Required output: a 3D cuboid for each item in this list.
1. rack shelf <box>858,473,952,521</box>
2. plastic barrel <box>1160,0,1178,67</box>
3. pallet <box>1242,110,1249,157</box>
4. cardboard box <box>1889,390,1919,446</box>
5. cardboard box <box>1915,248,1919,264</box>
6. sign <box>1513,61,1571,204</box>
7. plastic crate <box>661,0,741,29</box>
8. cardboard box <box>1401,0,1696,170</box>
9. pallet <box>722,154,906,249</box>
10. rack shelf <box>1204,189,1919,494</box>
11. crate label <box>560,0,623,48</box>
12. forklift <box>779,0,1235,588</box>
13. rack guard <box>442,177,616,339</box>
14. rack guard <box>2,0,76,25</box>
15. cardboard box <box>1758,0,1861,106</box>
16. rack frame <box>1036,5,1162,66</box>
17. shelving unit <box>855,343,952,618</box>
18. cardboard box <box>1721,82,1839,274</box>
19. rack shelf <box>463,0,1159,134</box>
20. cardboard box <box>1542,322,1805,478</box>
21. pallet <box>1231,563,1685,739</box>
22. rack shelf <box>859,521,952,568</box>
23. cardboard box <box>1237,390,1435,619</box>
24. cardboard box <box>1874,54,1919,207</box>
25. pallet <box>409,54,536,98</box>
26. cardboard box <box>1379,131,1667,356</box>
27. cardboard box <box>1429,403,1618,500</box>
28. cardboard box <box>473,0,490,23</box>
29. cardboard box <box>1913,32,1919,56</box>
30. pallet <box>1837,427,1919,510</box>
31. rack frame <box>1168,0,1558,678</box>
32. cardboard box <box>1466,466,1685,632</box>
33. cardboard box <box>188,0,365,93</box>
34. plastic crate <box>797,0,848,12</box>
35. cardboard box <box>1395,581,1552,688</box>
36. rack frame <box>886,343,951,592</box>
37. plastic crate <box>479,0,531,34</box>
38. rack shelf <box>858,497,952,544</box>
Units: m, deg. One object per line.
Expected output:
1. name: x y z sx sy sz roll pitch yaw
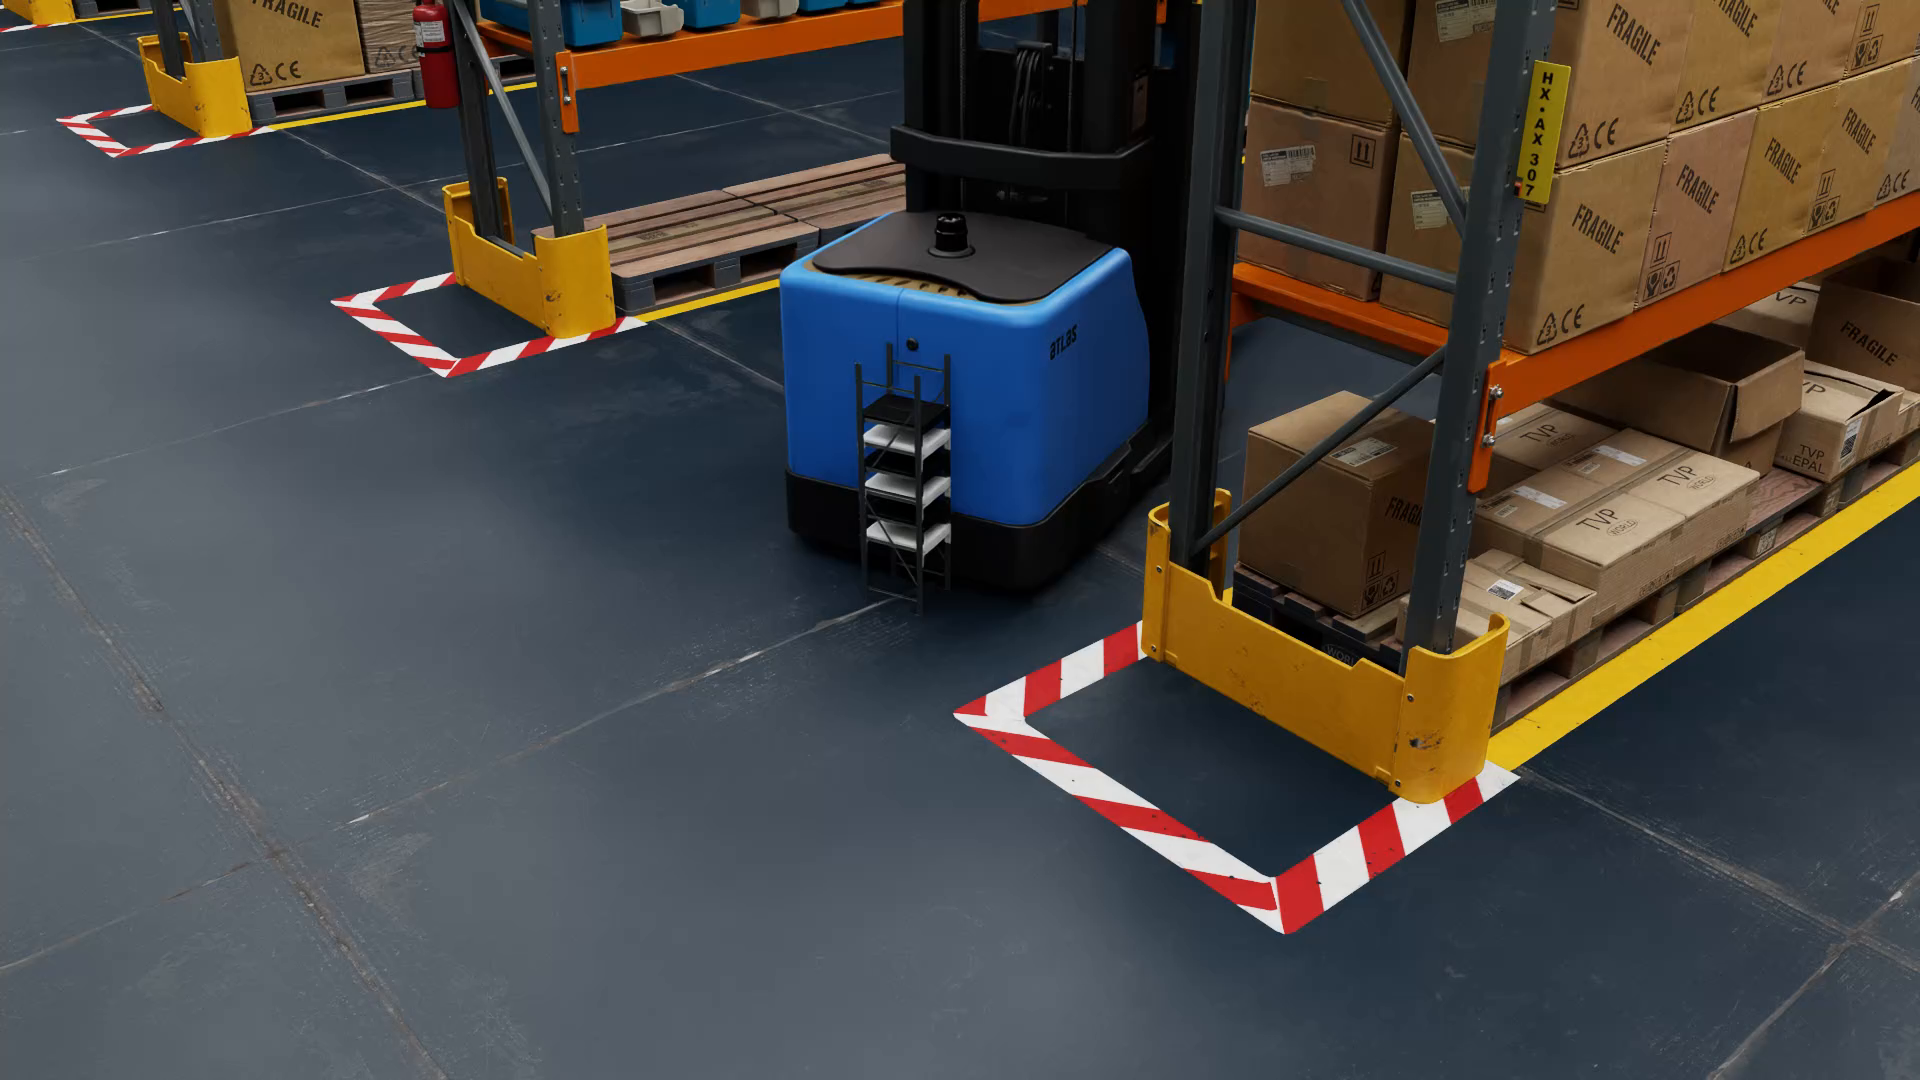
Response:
1. rack shelf: -0.187 -0.167 5.678 0.258 0.077 0.200 14 31 24
2. plastic barrel: 1.287 -3.204 10.844 0.708 0.901 0.600 -22 35 -35
3. pallet: 1.476 -2.775 11.220 1.213 0.211 1.003 -22 35 -35
4. cardboard box: 3.578 -0.531 6.620 0.250 0.149 0.380 -22 35 -35
5. cardboard box: 4.600 -1.159 7.422 0.500 0.500 0.500 -24 36 -37
6. sign: 1.383 -0.971 3.965 0.005 0.325 0.100 -22 35 -35
7. plastic crate: -1.279 -2.672 8.181 0.300 0.233 0.416 -22 35 -35
8. cardboard box: 1.540 -1.310 4.351 0.500 0.500 0.500 -21 34 -33
9. pallet: -0.601 -1.940 9.657 1.213 0.211 1.003 -22 35 -35
10. rack shelf: 2.553 -1.078 5.848 4.000 0.370 1.077 -22 35 -35
11. crate label: -1.779 -2.471 7.805 0.303 0.233 0.416 -22 35 -35
12. forklift: 0.487 -1.789 6.489 1.130 2.935 3.031 14 31 24
13. rack guard: -2.191 -1.446 8.426 0.348 0.500 1.175 -22 35 -35
14. rack guard: -8.480 -5.067 15.200 0.348 0.500 1.175 -22 35 -35
15. cardboard box: 2.316 -1.624 4.939 0.500 0.500 0.500 -21 35 -34
16. rack frame: 0.862 -3.784 10.149 0.127 3.000 1.000 -22 35 -35
17. shelving unit: -0.187 -0.196 5.663 0.258 0.900 0.210 14 31 24
18. cardboard box: 2.313 -1.181 5.171 0.500 0.500 0.500 -22 35 -35
19. rack shelf: -0.659 -2.855 9.173 4.000 0.370 1.077 -22 35 -35
20. cardboard box: 2.648 -0.523 6.229 0.637 0.503 0.797 -22 35 -35
21. pallet: 1.695 0.179 5.691 1.213 0.211 1.003 -22 35 -35
22. rack shelf: -0.187 -0.008 5.763 0.258 0.077 0.200 14 31 24
23. cardboard box: 1.285 -0.130 5.495 0.500 0.500 0.500 -22 35 -35
24. cardboard box: 3.080 -1.490 5.750 0.500 0.500 0.500 -21 35 -34
25. pallet: -3.911 -3.751 13.044 1.213 0.211 1.003 -22 35 -35
26. cardboard box: 1.540 -0.869 4.587 0.500 0.500 0.500 -21 35 -34
27. cardboard box: 2.027 -0.299 6.078 0.500 0.250 0.500 -22 35 -35
28. cardboard box: -3.591 -4.360 13.034 0.875 0.875 0.875 -22 35 -35
29. cardboard box: 3.086 -1.933 5.517 0.500 0.500 0.500 -22 35 -35
30. pallet: 3.551 -0.567 7.088 1.213 0.211 1.003 -22 35 -35
31. rack frame: 1.031 -0.783 4.533 0.127 3.000 1.000 -22 35 -35
32. cardboard box: 2.009 0.018 5.485 0.500 0.250 0.500 -22 35 -35
33. cardboard box: -4.961 -3.809 12.004 0.875 0.875 0.875 -22 35 -35
34. plastic crate: -0.778 -2.873 8.558 0.300 0.233 0.416 -22 35 -35
35. cardboard box: 1.573 0.275 5.111 0.250 0.149 0.380 -22 35 -35
36. rack frame: -0.140 -0.239 5.742 0.240 0.900 0.006 14 31 24
37. plastic crate: -2.047 -2.772 8.153 0.499 0.435 0.616 -22 35 -35
38. rack shelf: -0.187 -0.088 5.721 0.258 0.077 0.200 14 31 24
